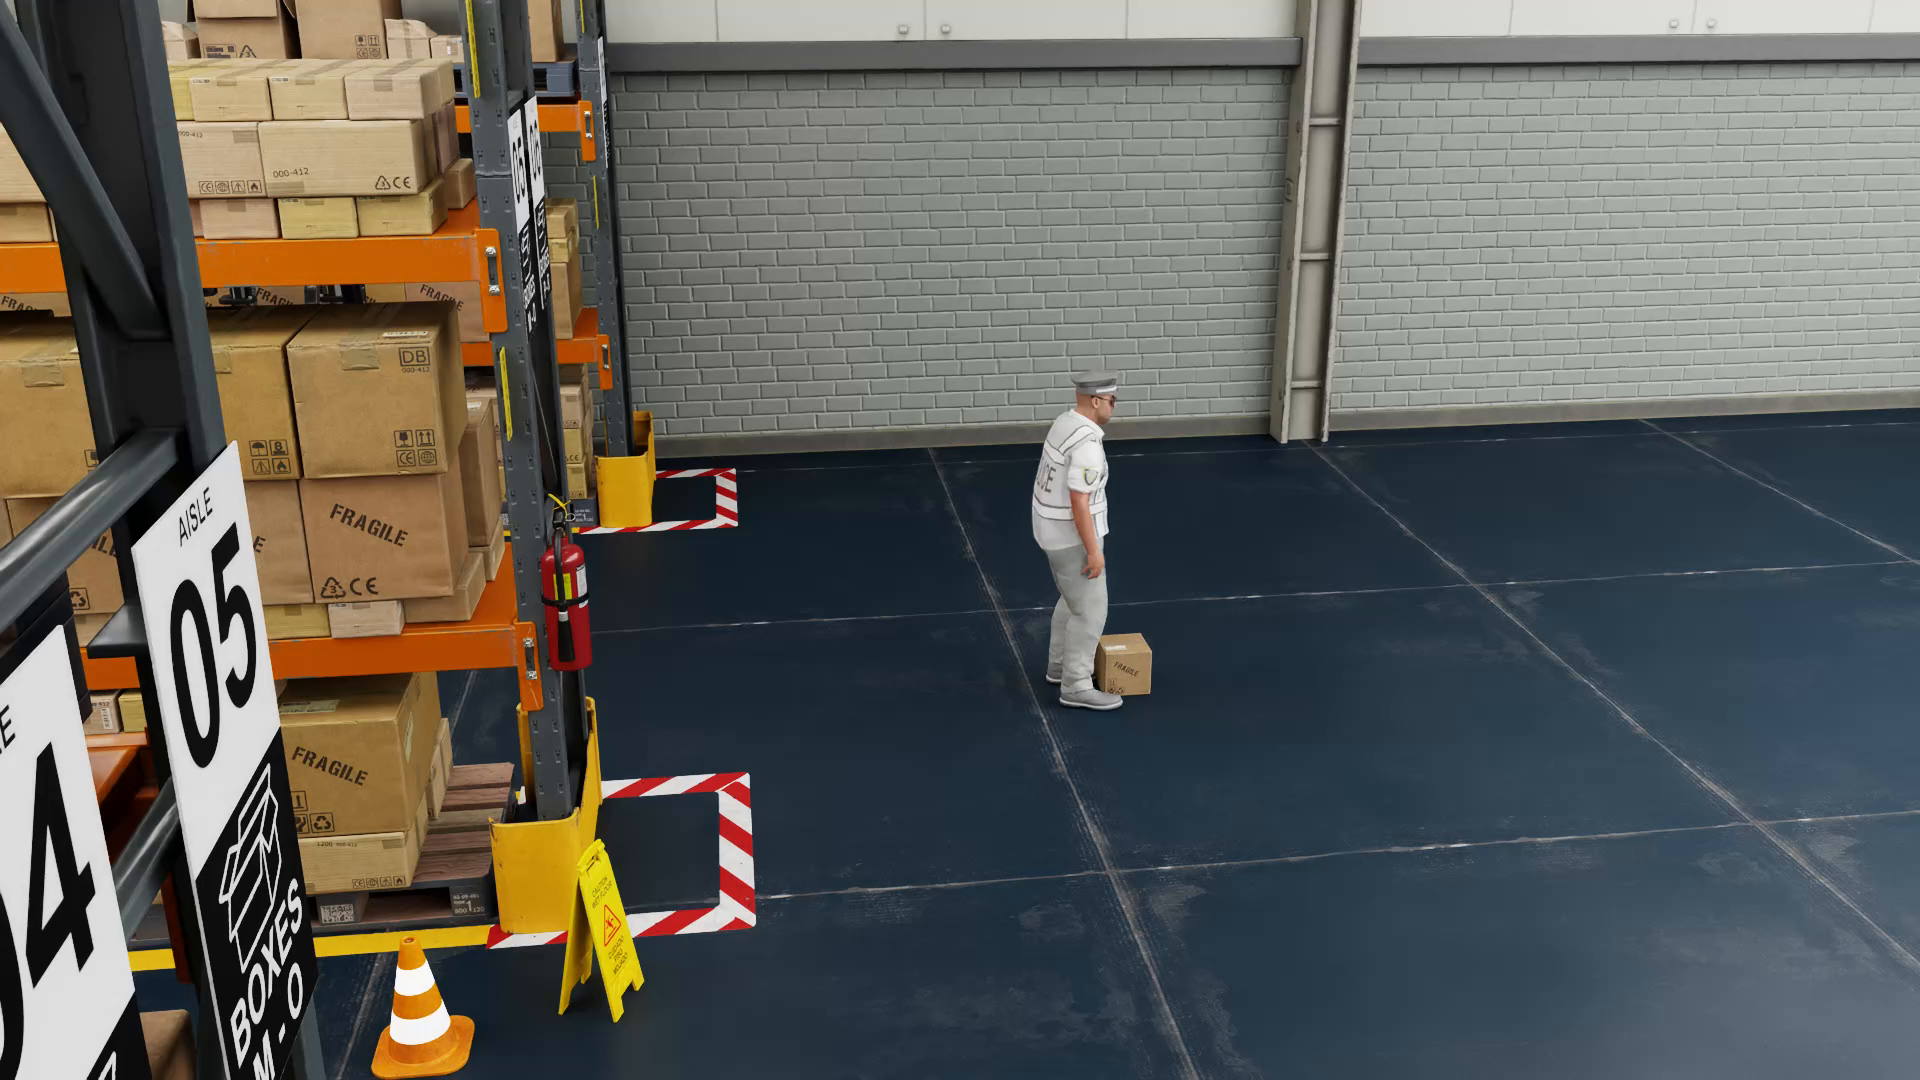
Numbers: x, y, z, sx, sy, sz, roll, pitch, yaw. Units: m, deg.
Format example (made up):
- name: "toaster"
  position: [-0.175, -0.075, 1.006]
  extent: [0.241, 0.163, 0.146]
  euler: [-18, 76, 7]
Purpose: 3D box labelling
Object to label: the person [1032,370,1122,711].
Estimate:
- name: "person"
  position: [0.602, -0.019, 8.613]
  extent: [0.439, 1.747, 0.585]
  euler: [-3, 20, -8]
